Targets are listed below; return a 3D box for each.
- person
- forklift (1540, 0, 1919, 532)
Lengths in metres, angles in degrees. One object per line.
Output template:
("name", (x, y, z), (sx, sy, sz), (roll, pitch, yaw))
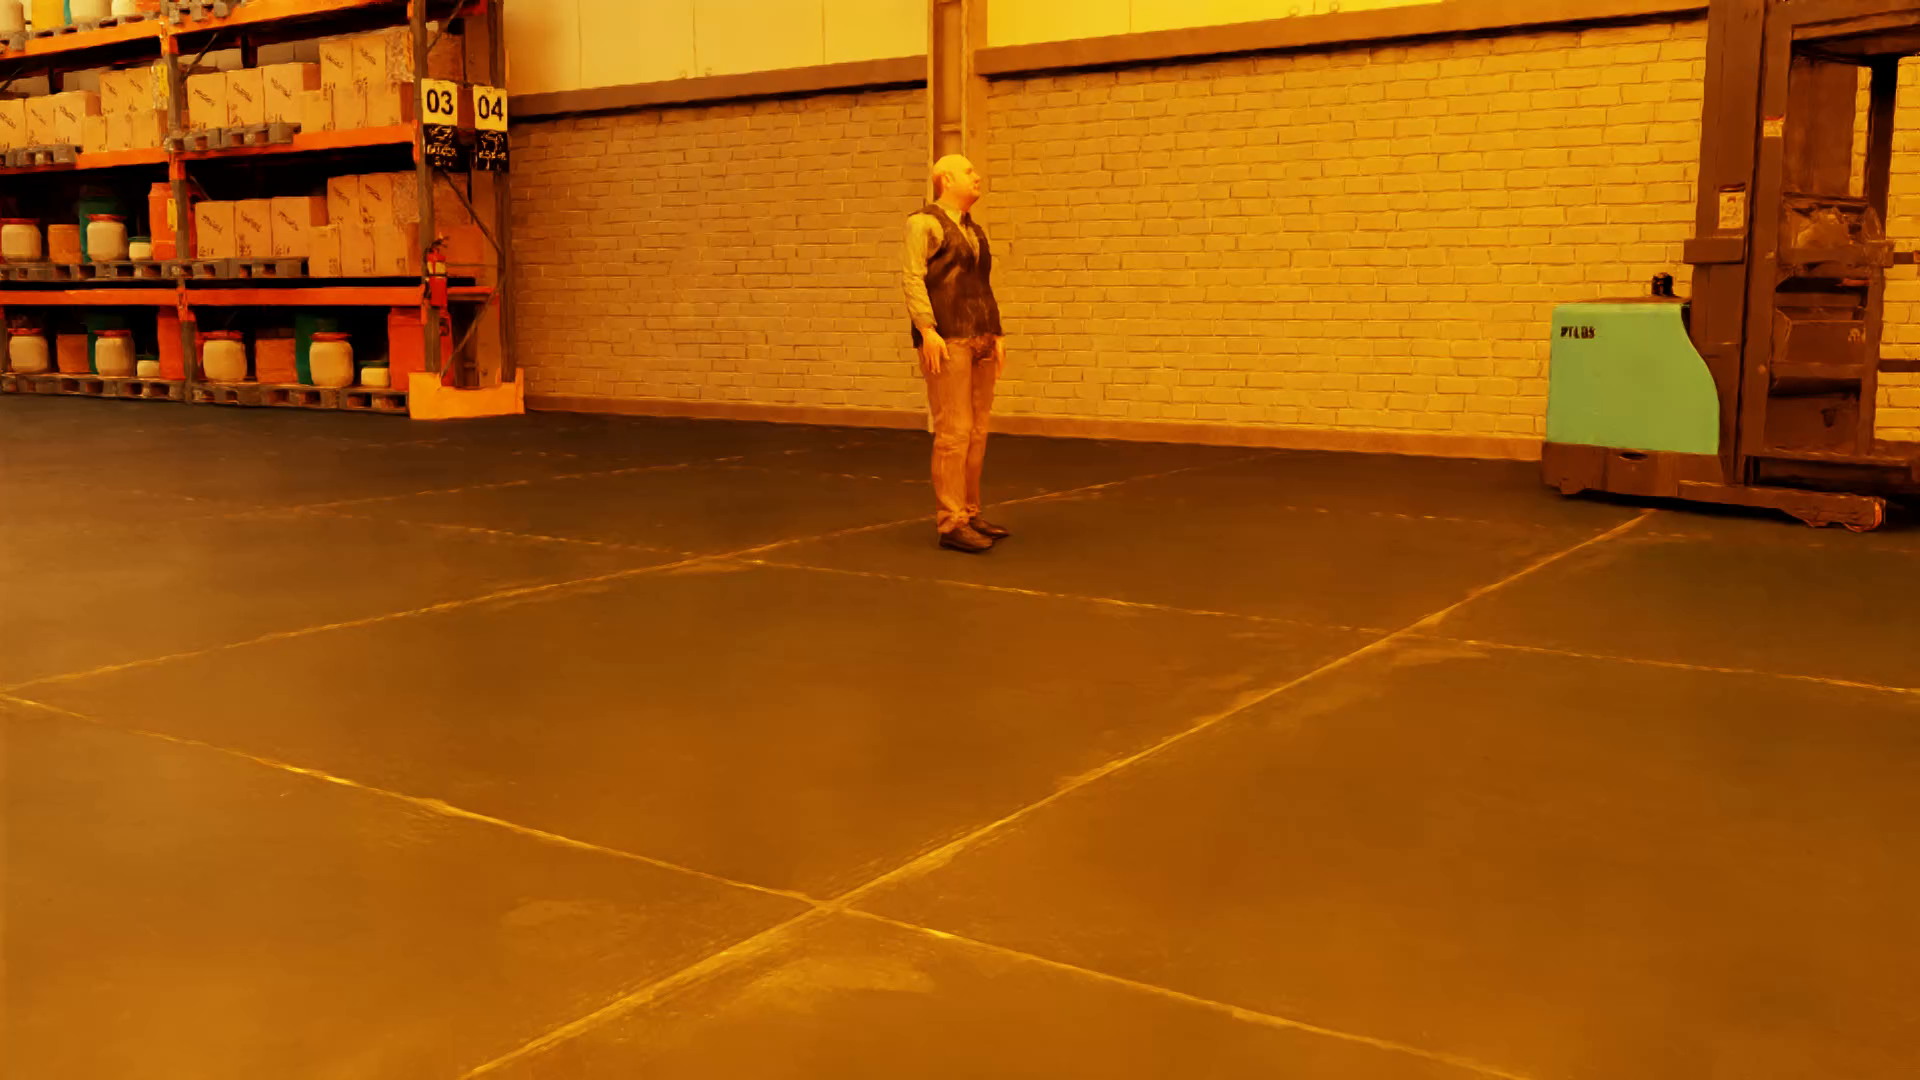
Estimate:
("person", (0.047, -0.854, 7.440), (0.567, 1.720, 0.632), (5, 10, 34))
("forklift", (4.519, -1.567, 8.210), (1.130, 2.935, 3.031), (-6, 10, -36))
